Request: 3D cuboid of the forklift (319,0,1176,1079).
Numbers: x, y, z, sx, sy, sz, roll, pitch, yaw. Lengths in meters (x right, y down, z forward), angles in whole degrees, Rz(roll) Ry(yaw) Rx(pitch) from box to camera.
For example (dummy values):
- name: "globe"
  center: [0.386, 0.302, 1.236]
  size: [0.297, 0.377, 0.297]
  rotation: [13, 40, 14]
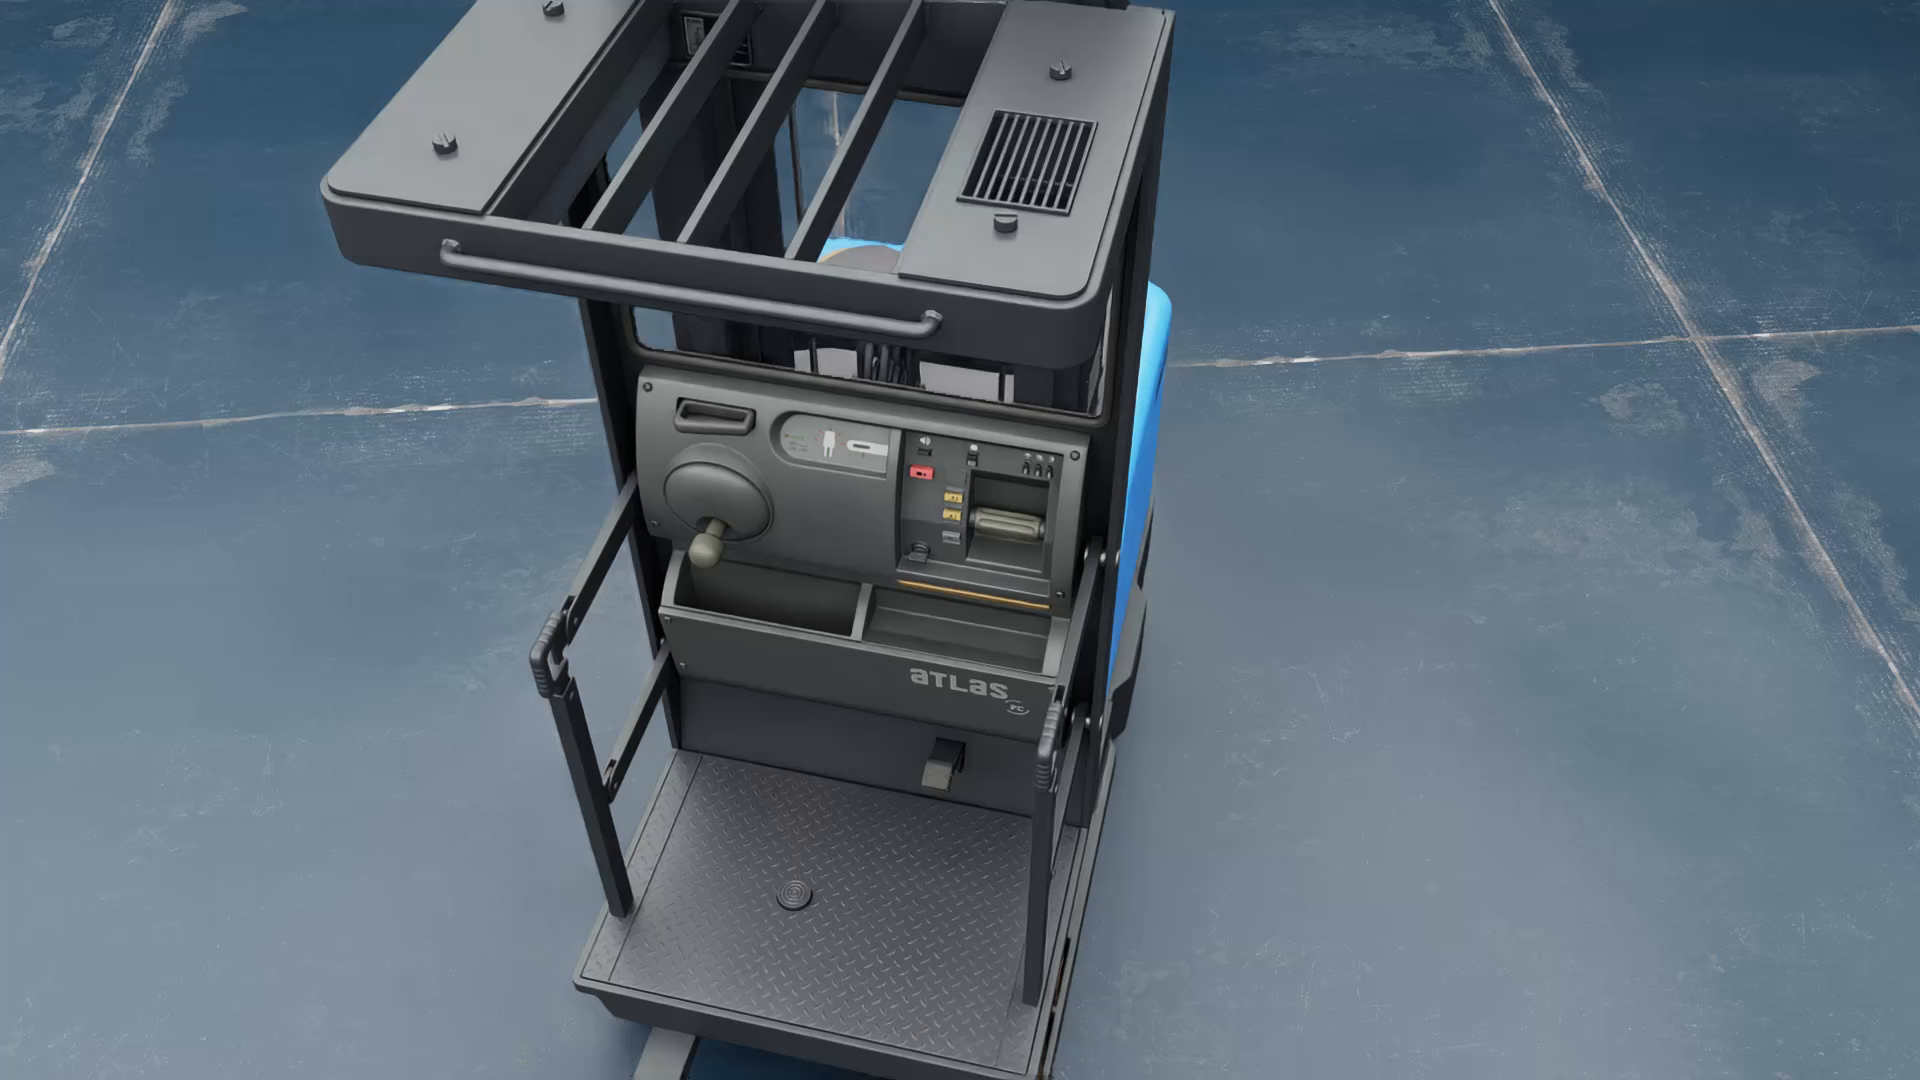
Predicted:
- name: "forklift"
  center: [-0.257, 0.002, 3.229]
  size: [1.130, 2.935, 3.031]
  rotation: [10, 47, 9]
